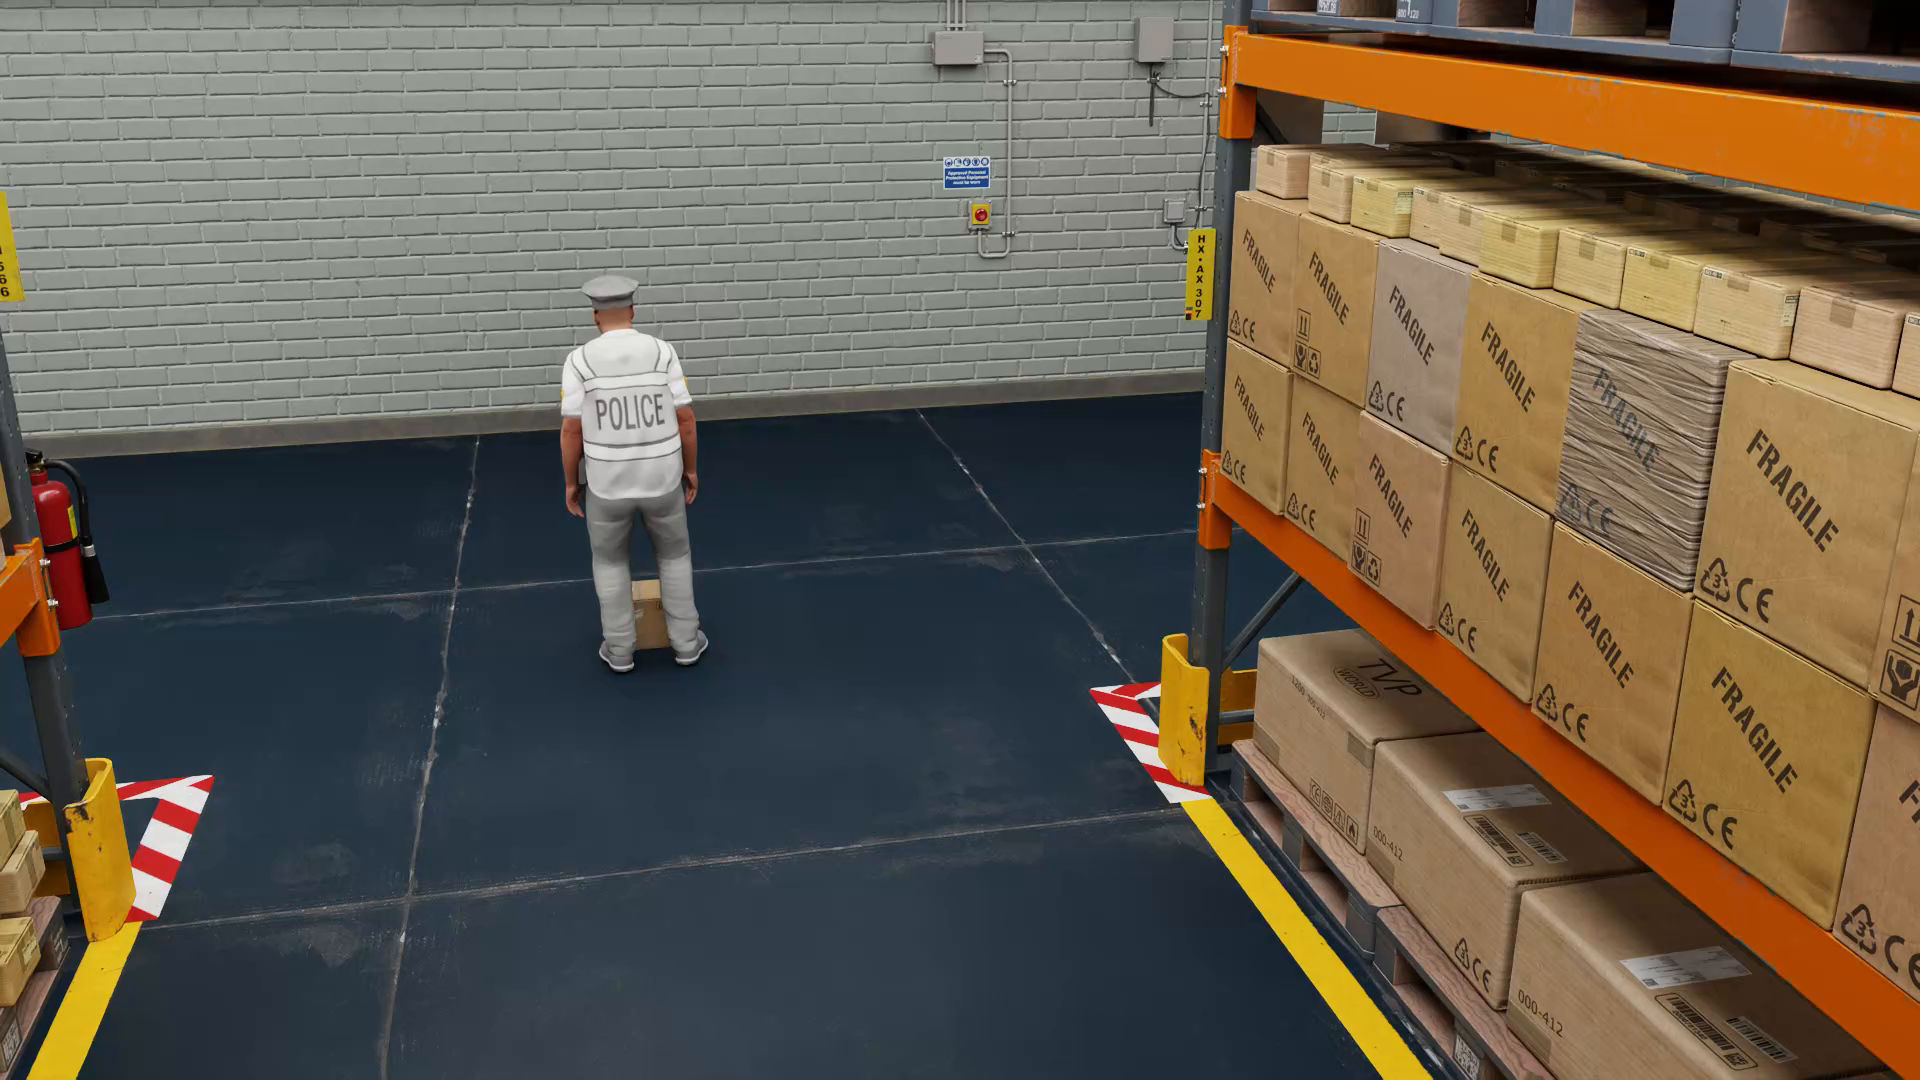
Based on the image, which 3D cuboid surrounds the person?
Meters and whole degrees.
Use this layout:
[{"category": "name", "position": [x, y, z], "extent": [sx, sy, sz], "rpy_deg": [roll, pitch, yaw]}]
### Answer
[{"category": "person", "position": [-1.434, -0.265, 7.308], "extent": [0.603, 1.747, 0.437], "rpy_deg": [-6, 20, -16]}]
